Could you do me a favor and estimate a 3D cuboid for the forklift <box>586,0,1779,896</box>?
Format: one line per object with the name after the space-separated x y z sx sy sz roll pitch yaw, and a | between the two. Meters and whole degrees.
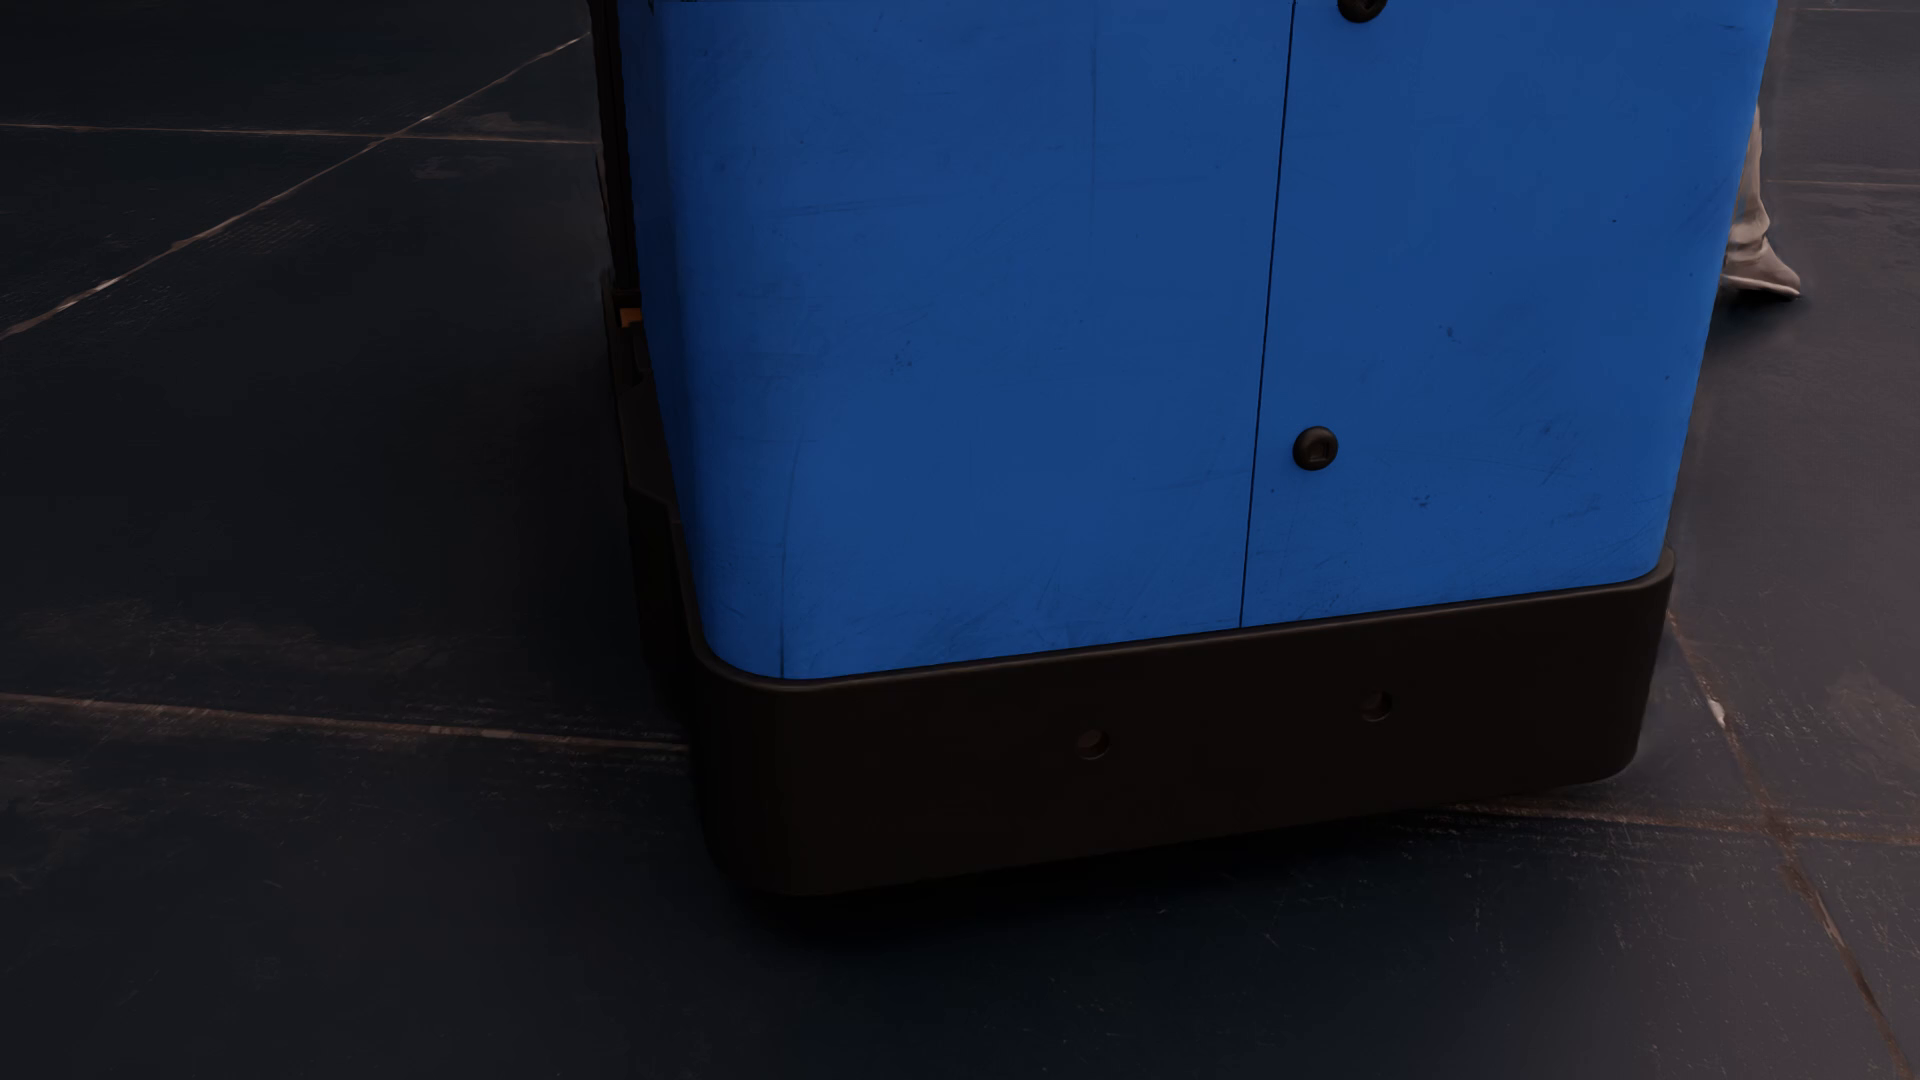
-0.069 -1.598 2.420 1.130 2.935 3.031 -6 27 -12 | forklift

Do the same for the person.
1.292 -1.168 3.075 0.965 1.612 0.561 3 27 7 | person
